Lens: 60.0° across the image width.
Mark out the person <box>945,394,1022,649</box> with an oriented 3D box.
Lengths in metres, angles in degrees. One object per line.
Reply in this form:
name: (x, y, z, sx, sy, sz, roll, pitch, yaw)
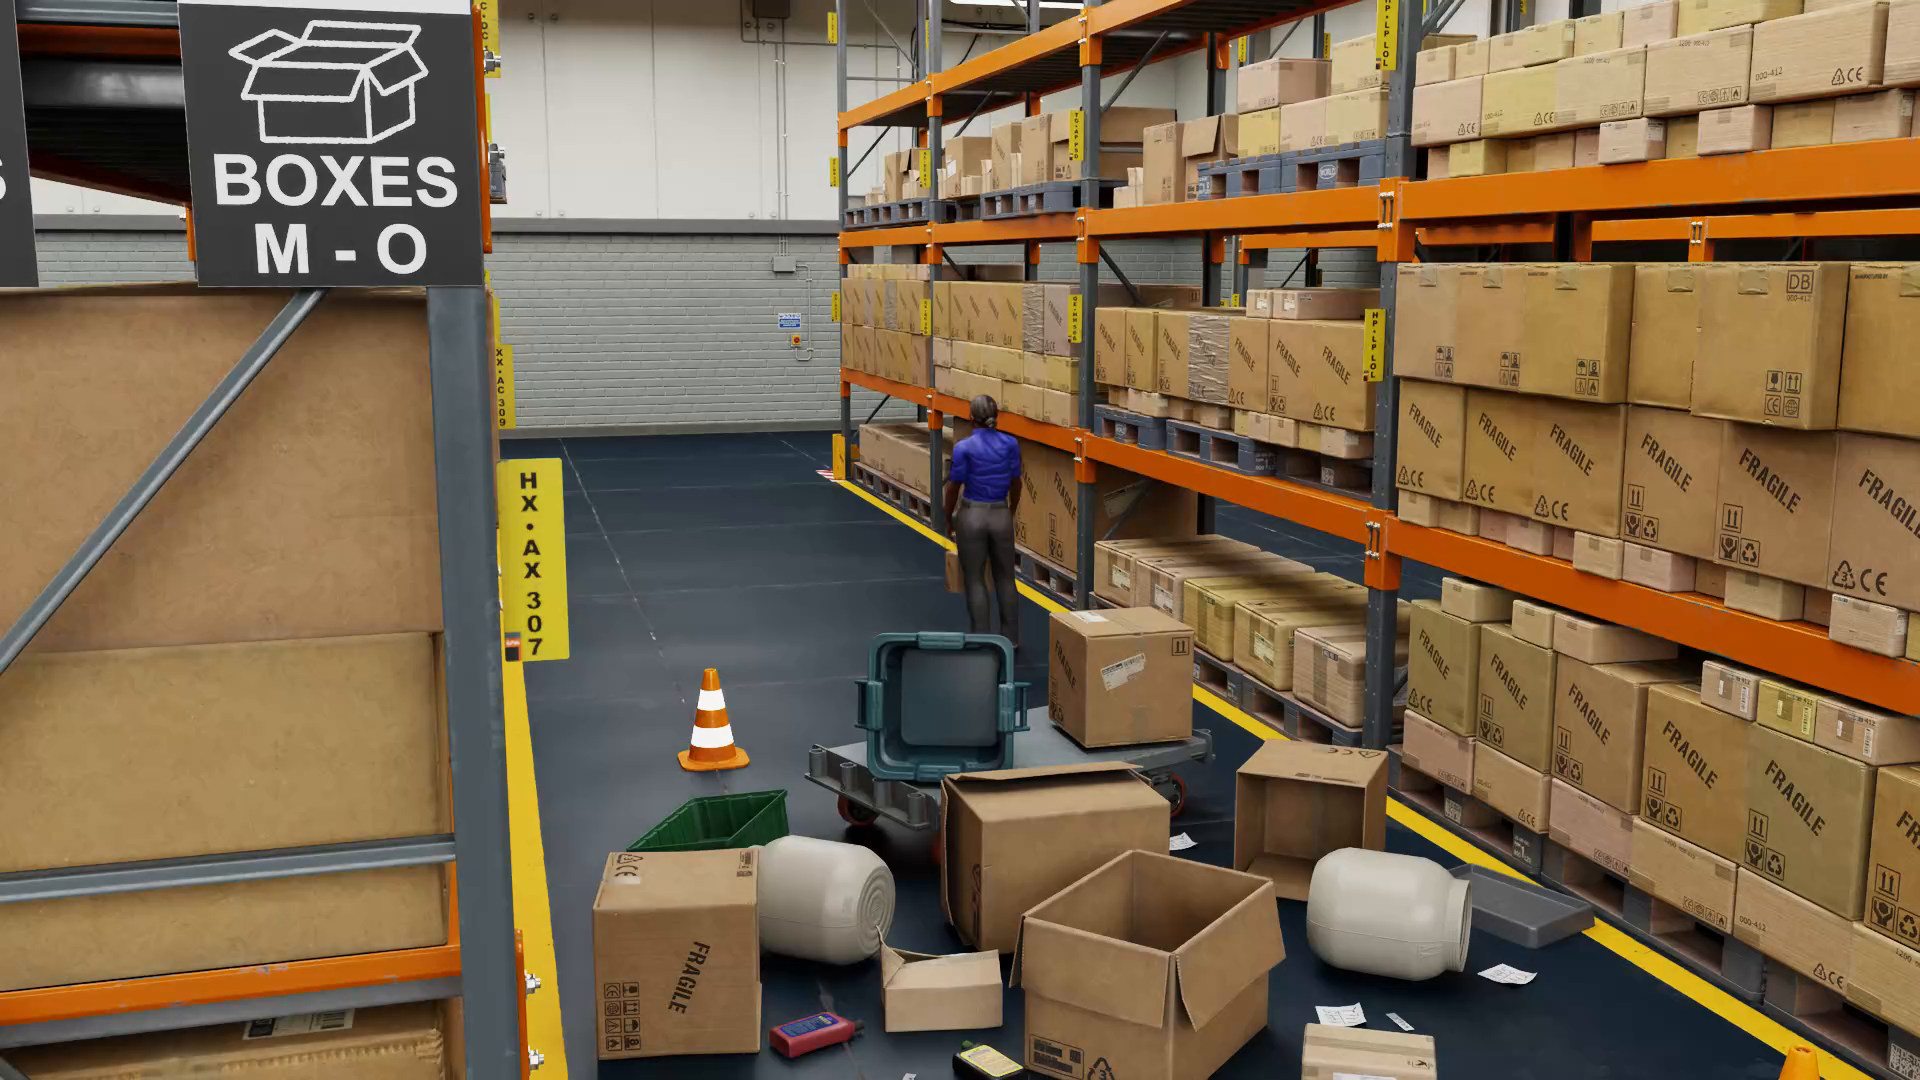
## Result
person: (0.150, -0.101, 10.463, 0.547, 1.654, 0.502, -3, 10, -16)
